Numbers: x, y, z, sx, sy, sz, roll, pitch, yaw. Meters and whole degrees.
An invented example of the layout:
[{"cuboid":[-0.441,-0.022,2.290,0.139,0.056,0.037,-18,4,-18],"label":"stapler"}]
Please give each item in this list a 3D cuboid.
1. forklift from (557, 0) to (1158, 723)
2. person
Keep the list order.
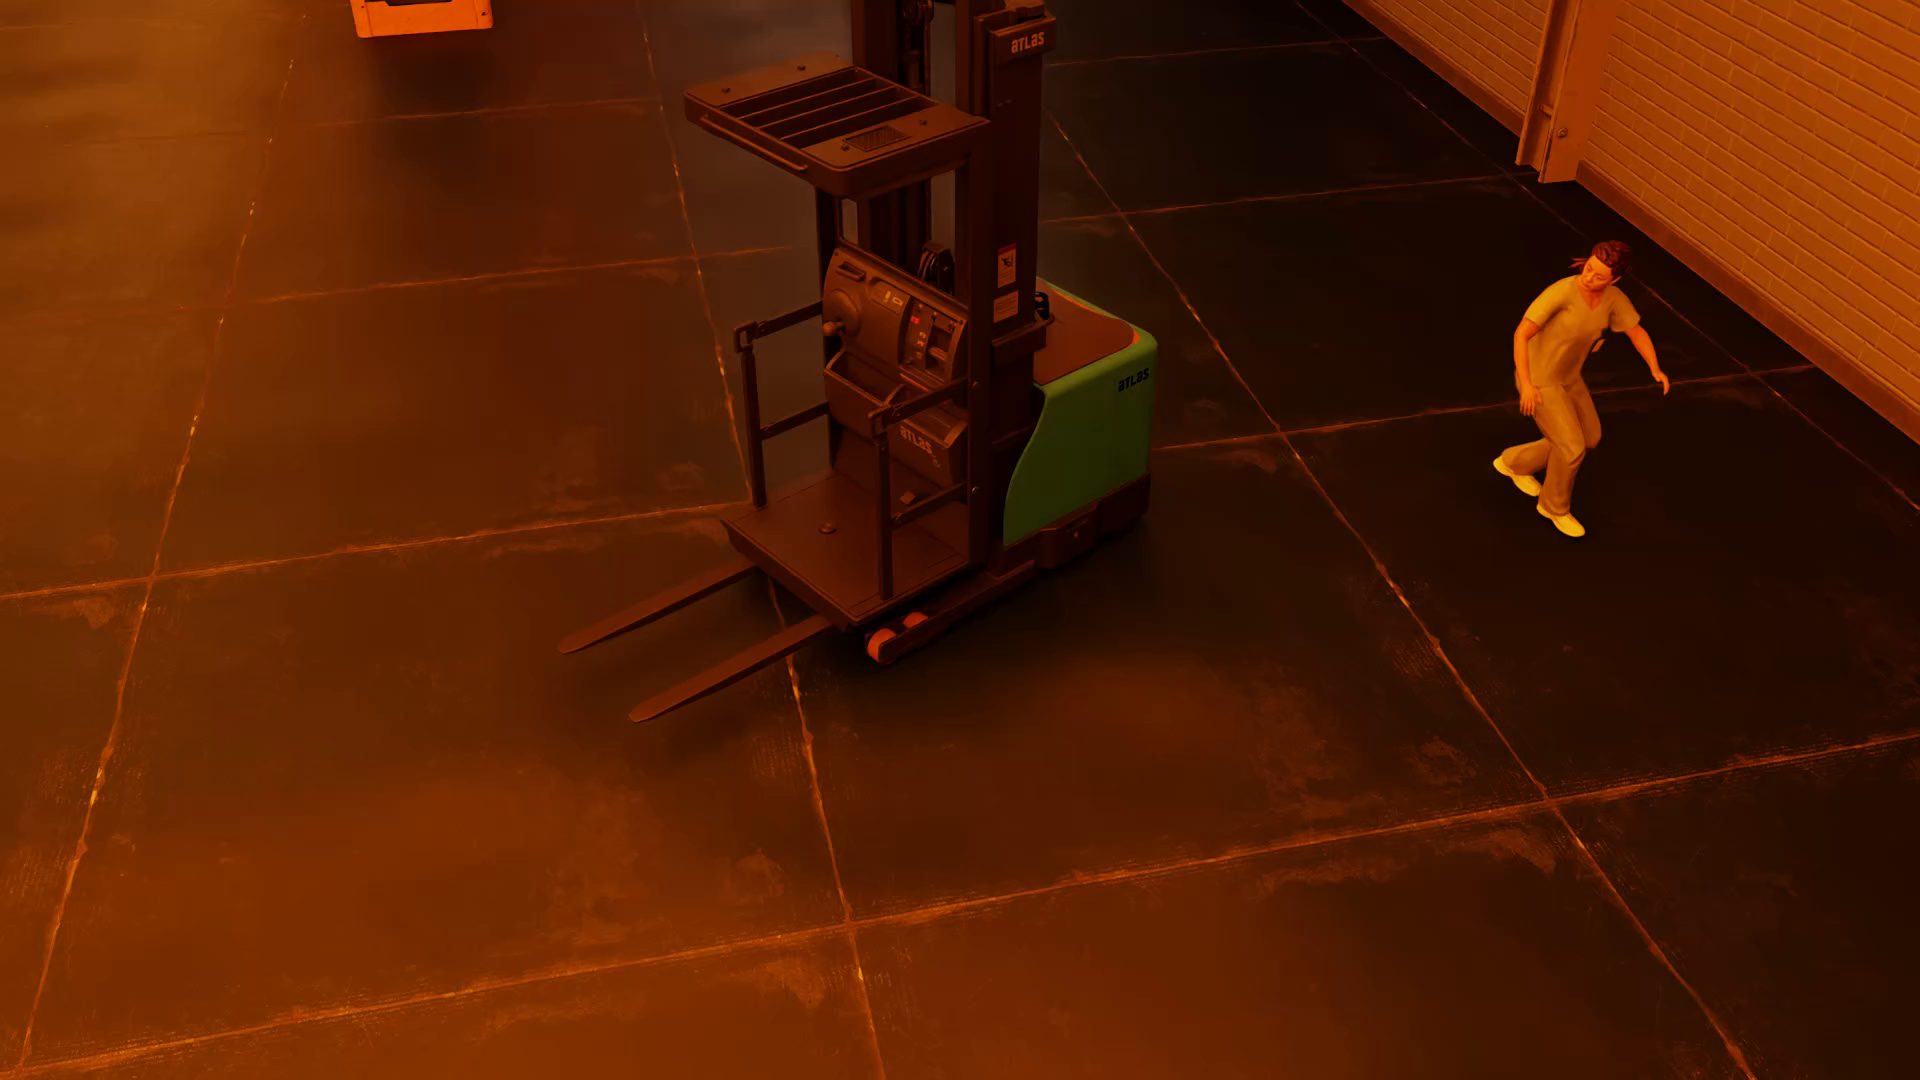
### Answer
[{"cuboid":[-0.461,-0.956,7.379,3.031,2.935,1.130,-27,44,-32],"label":"forklift"},{"cuboid":[3.022,-0.732,8.200,0.753,1.553,0.764,-21,41,-26],"label":"person"}]
